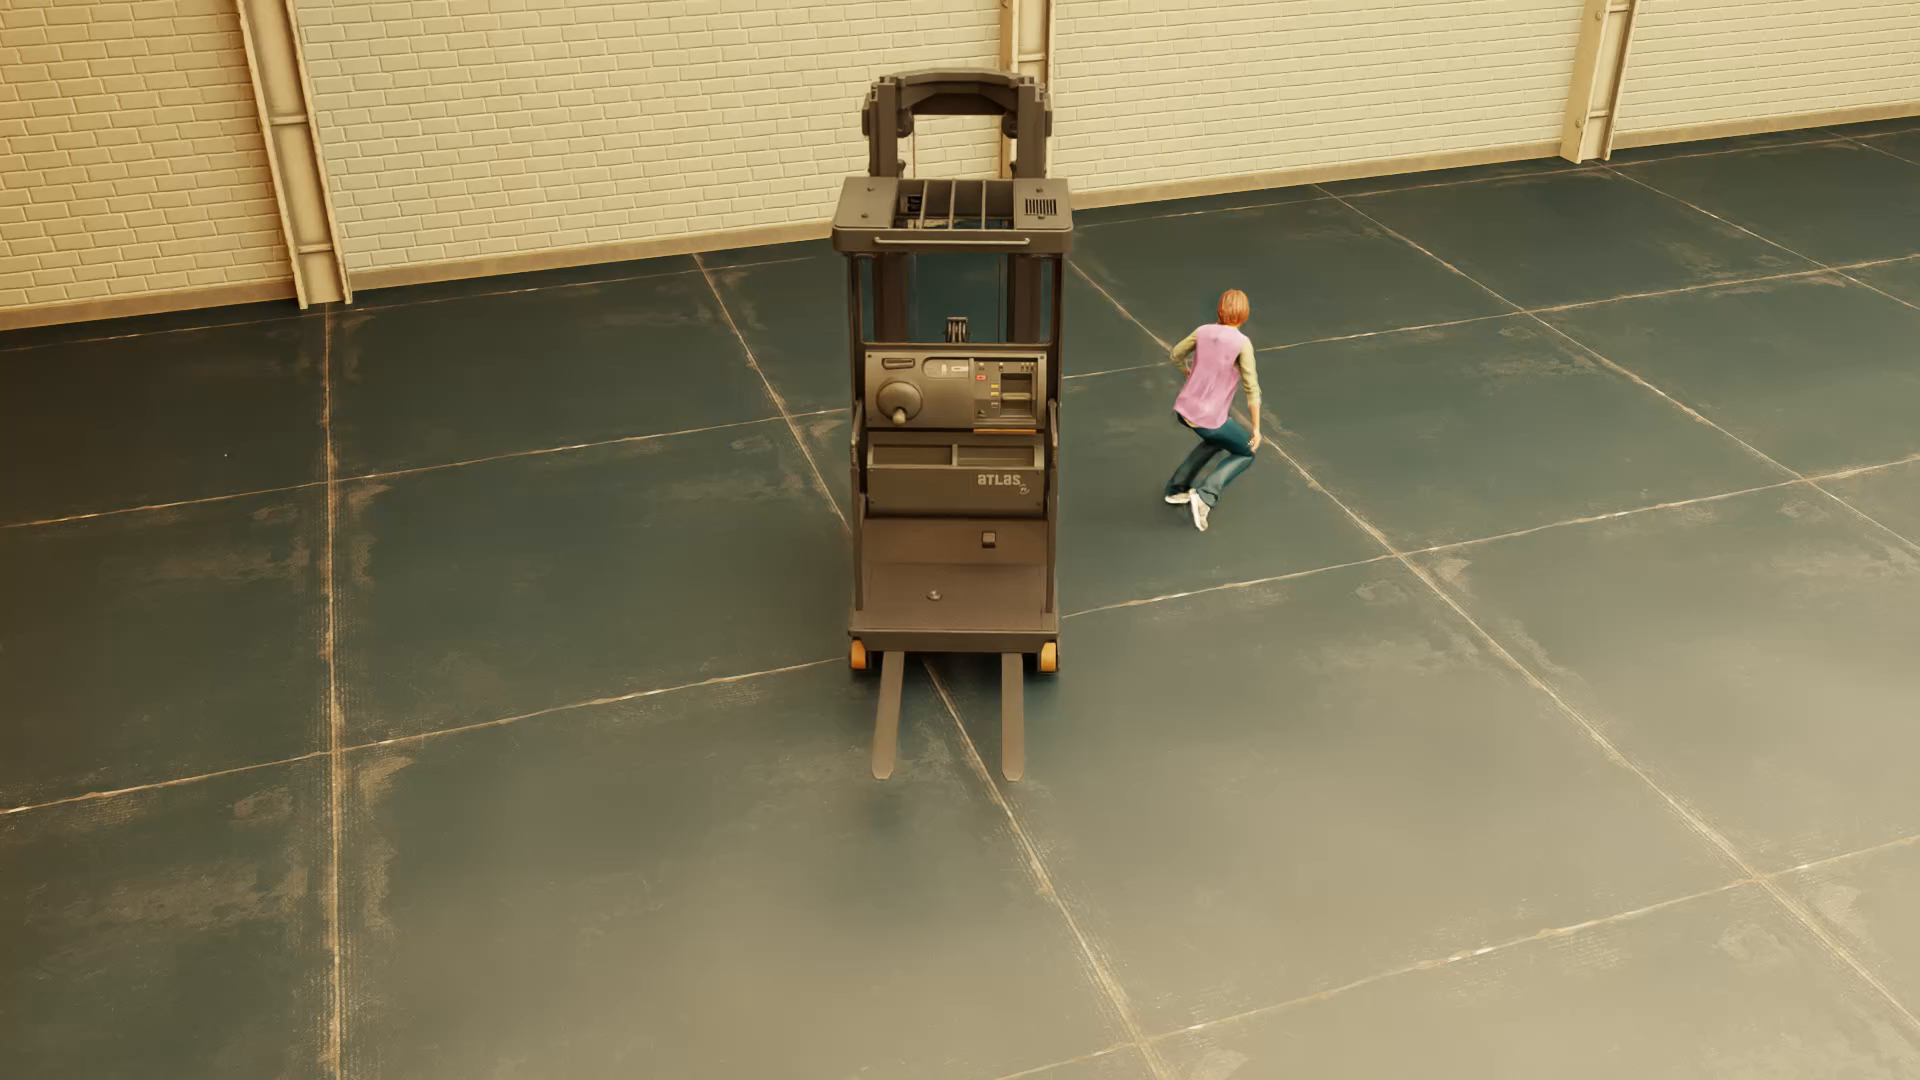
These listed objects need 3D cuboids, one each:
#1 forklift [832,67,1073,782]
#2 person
[{"bbox_3d":[-0.025,-0.728,8.353,1.130,2.935,3.031,1,30,1],"label":"forklift"},{"bbox_3d":[1.528,-0.760,9.954,0.477,1.422,0.822,-19,35,-30],"label":"person"}]
